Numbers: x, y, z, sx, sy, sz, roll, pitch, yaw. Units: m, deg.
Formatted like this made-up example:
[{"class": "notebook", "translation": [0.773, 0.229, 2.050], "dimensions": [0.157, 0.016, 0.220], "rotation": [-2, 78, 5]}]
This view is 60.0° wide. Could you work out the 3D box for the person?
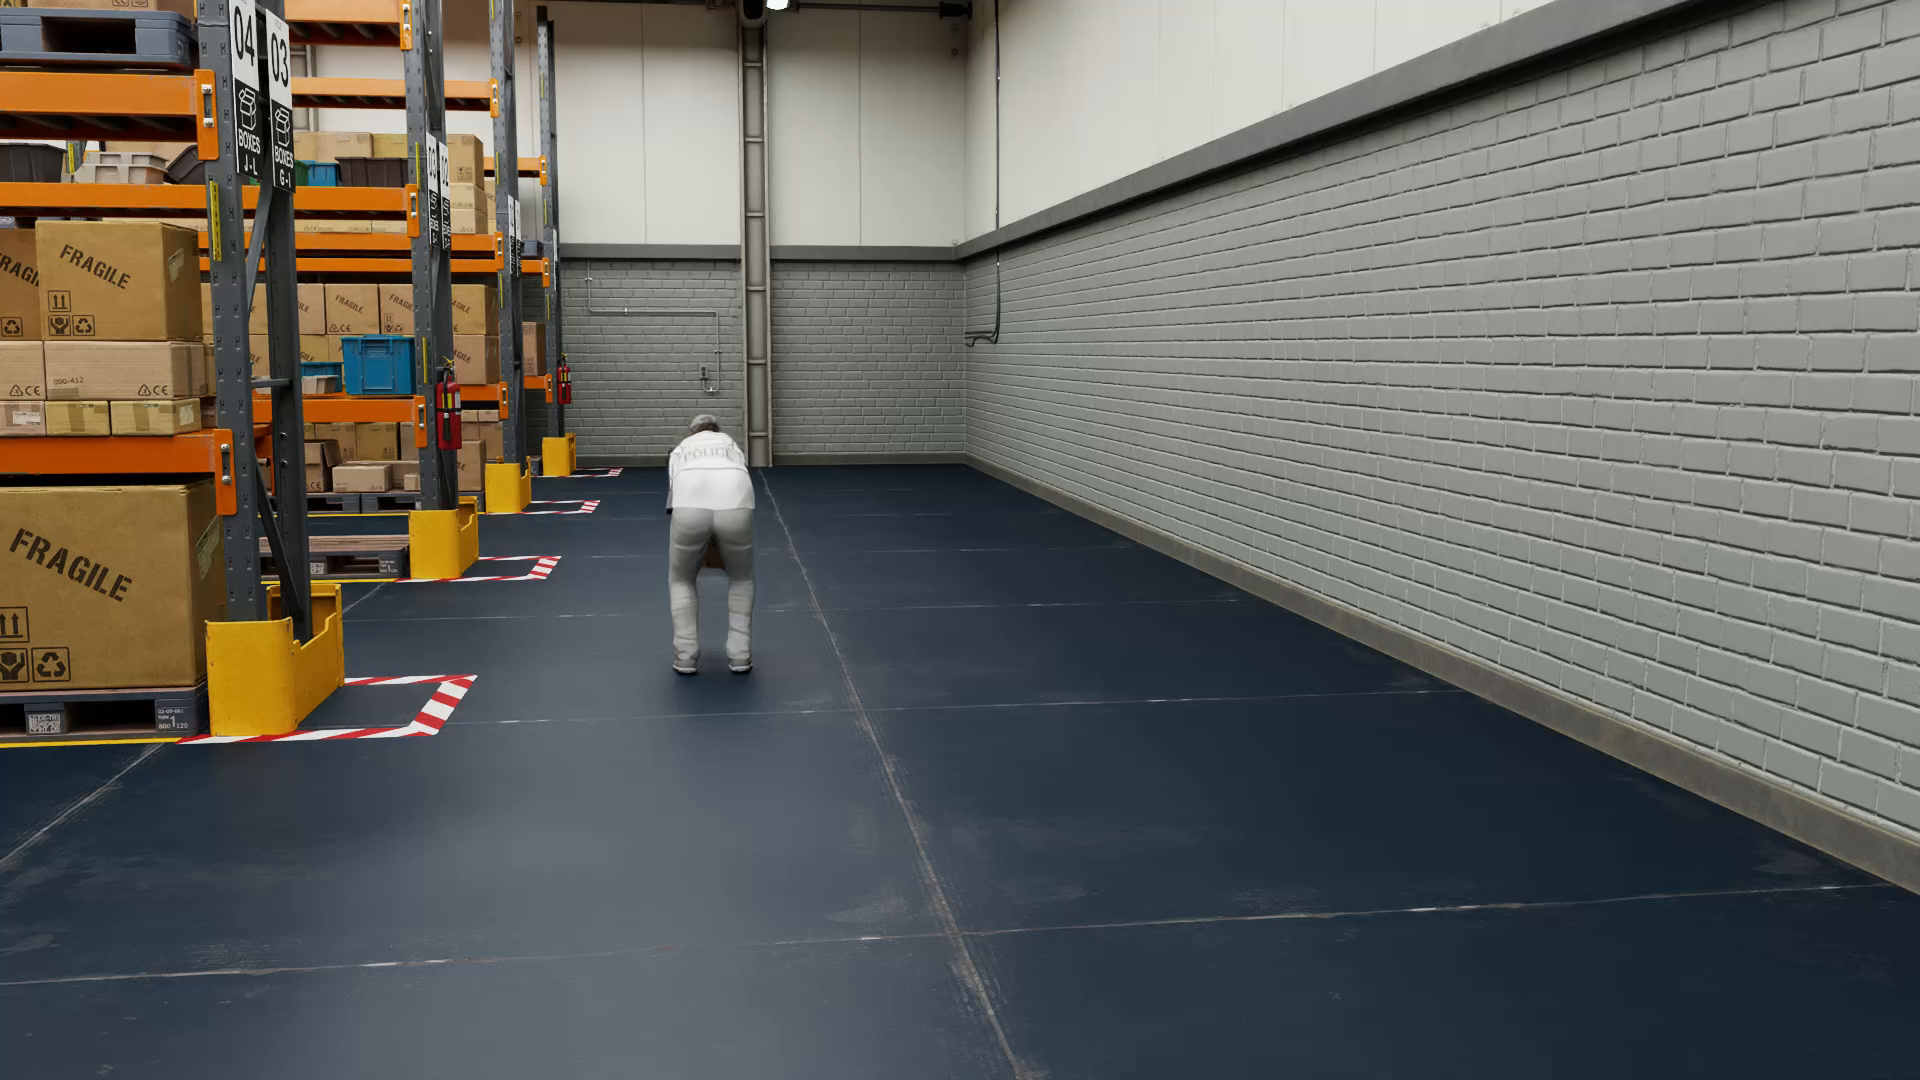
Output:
[{"class": "person", "translation": [-1.319, 0.008, 8.789], "dimensions": [0.458, 1.323, 0.875], "rotation": [-1, 7, -10]}]
